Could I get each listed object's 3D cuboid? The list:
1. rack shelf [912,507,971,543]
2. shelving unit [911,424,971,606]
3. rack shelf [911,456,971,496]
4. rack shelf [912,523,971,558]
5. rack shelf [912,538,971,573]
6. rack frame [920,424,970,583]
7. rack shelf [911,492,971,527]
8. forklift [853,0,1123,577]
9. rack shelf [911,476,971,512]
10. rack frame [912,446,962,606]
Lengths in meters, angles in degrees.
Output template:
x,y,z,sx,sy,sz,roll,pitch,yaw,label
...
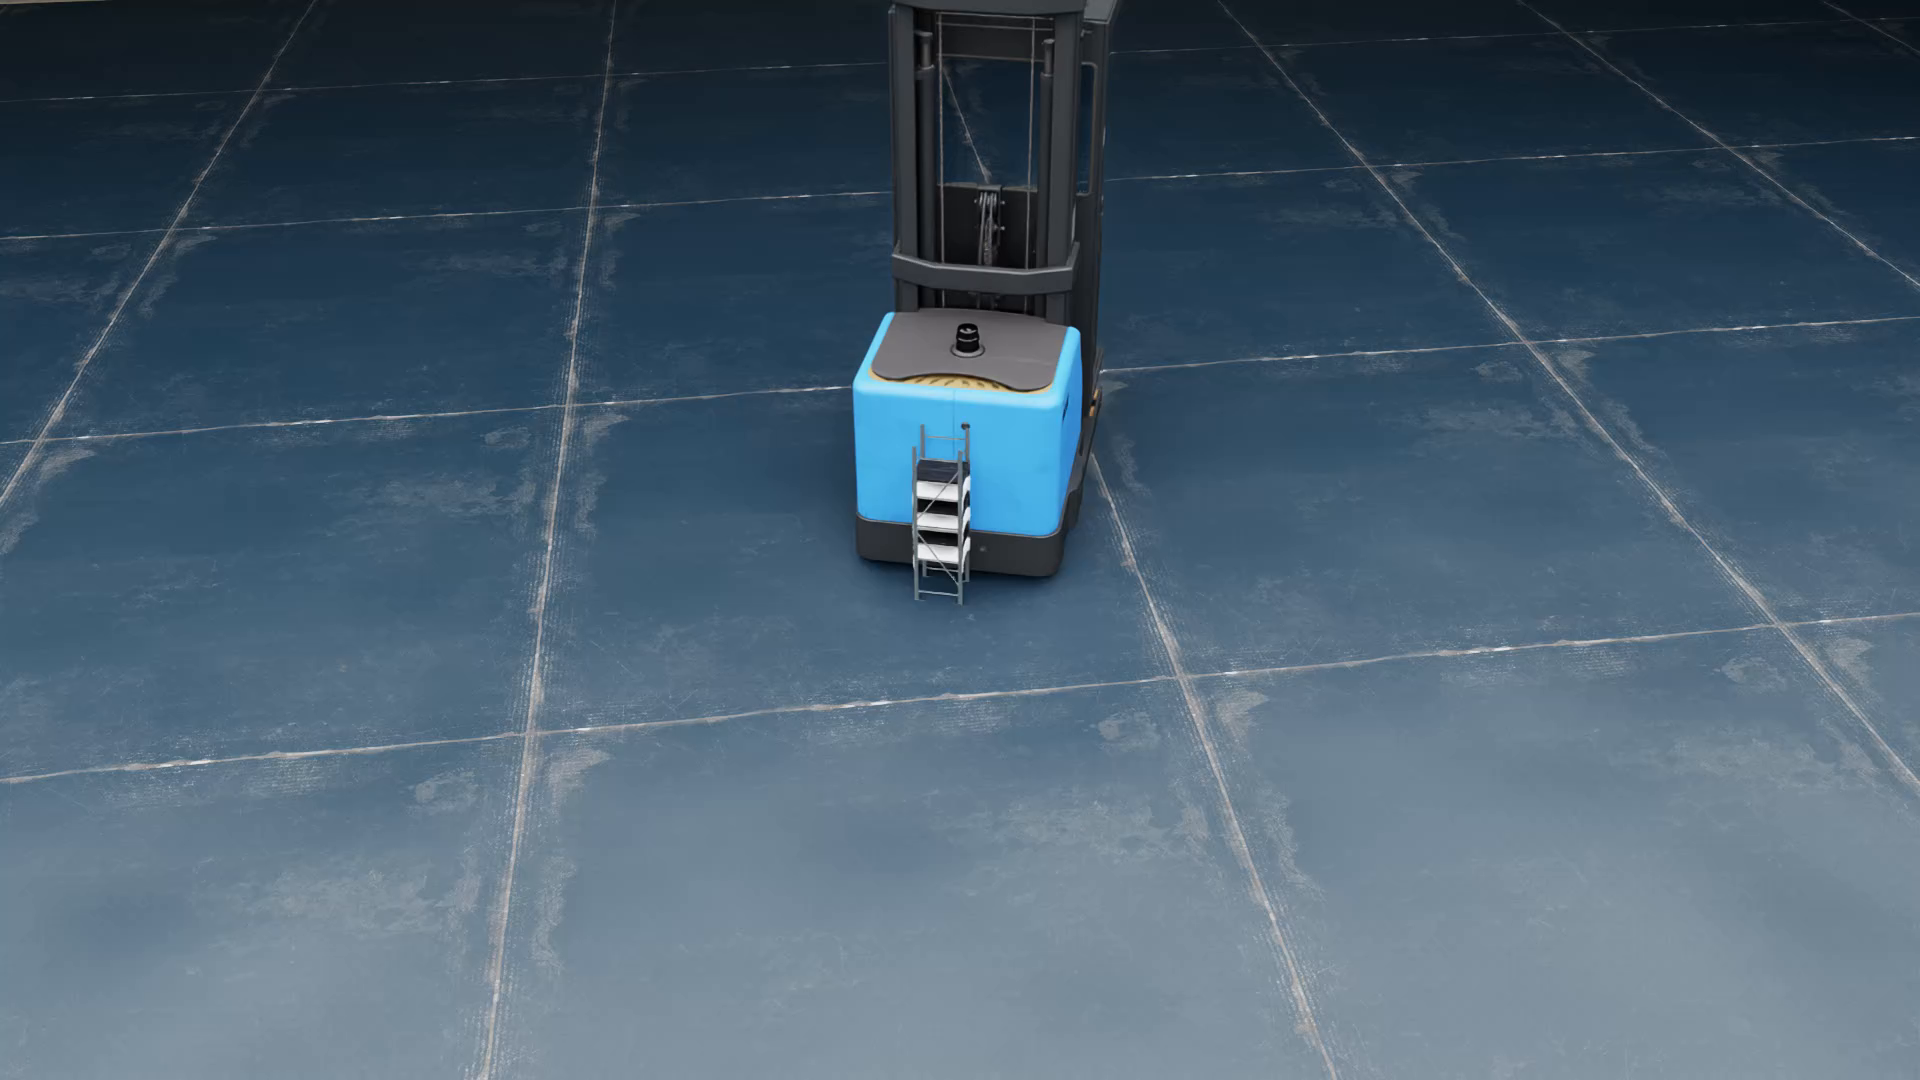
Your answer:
x,y,z,sx,sy,sz,roll,pitch,yaw,label
-0.090,-0.086,8.136,0.258,0.077,0.200,6,35,8,rack shelf
-0.090,-0.113,8.117,0.258,0.900,0.210,6,35,8,shelving unit
-0.090,-0.309,7.984,0.258,0.077,0.200,6,35,8,rack shelf
-0.090,-0.011,8.187,0.258,0.077,0.200,6,35,8,rack shelf
-0.090,0.063,8.237,0.258,0.077,0.200,6,35,8,rack shelf
-0.072,-0.170,8.200,0.240,0.900,0.006,6,35,8,rack frame
-0.090,-0.160,8.085,0.258,0.077,0.200,6,35,8,rack shelf
0.233,-1.849,8.860,1.130,2.935,3.031,6,35,8,forklift
-0.090,-0.234,8.035,0.258,0.077,0.200,6,35,8,rack shelf
-0.108,-0.057,8.034,0.240,0.900,0.006,6,35,8,rack frame
